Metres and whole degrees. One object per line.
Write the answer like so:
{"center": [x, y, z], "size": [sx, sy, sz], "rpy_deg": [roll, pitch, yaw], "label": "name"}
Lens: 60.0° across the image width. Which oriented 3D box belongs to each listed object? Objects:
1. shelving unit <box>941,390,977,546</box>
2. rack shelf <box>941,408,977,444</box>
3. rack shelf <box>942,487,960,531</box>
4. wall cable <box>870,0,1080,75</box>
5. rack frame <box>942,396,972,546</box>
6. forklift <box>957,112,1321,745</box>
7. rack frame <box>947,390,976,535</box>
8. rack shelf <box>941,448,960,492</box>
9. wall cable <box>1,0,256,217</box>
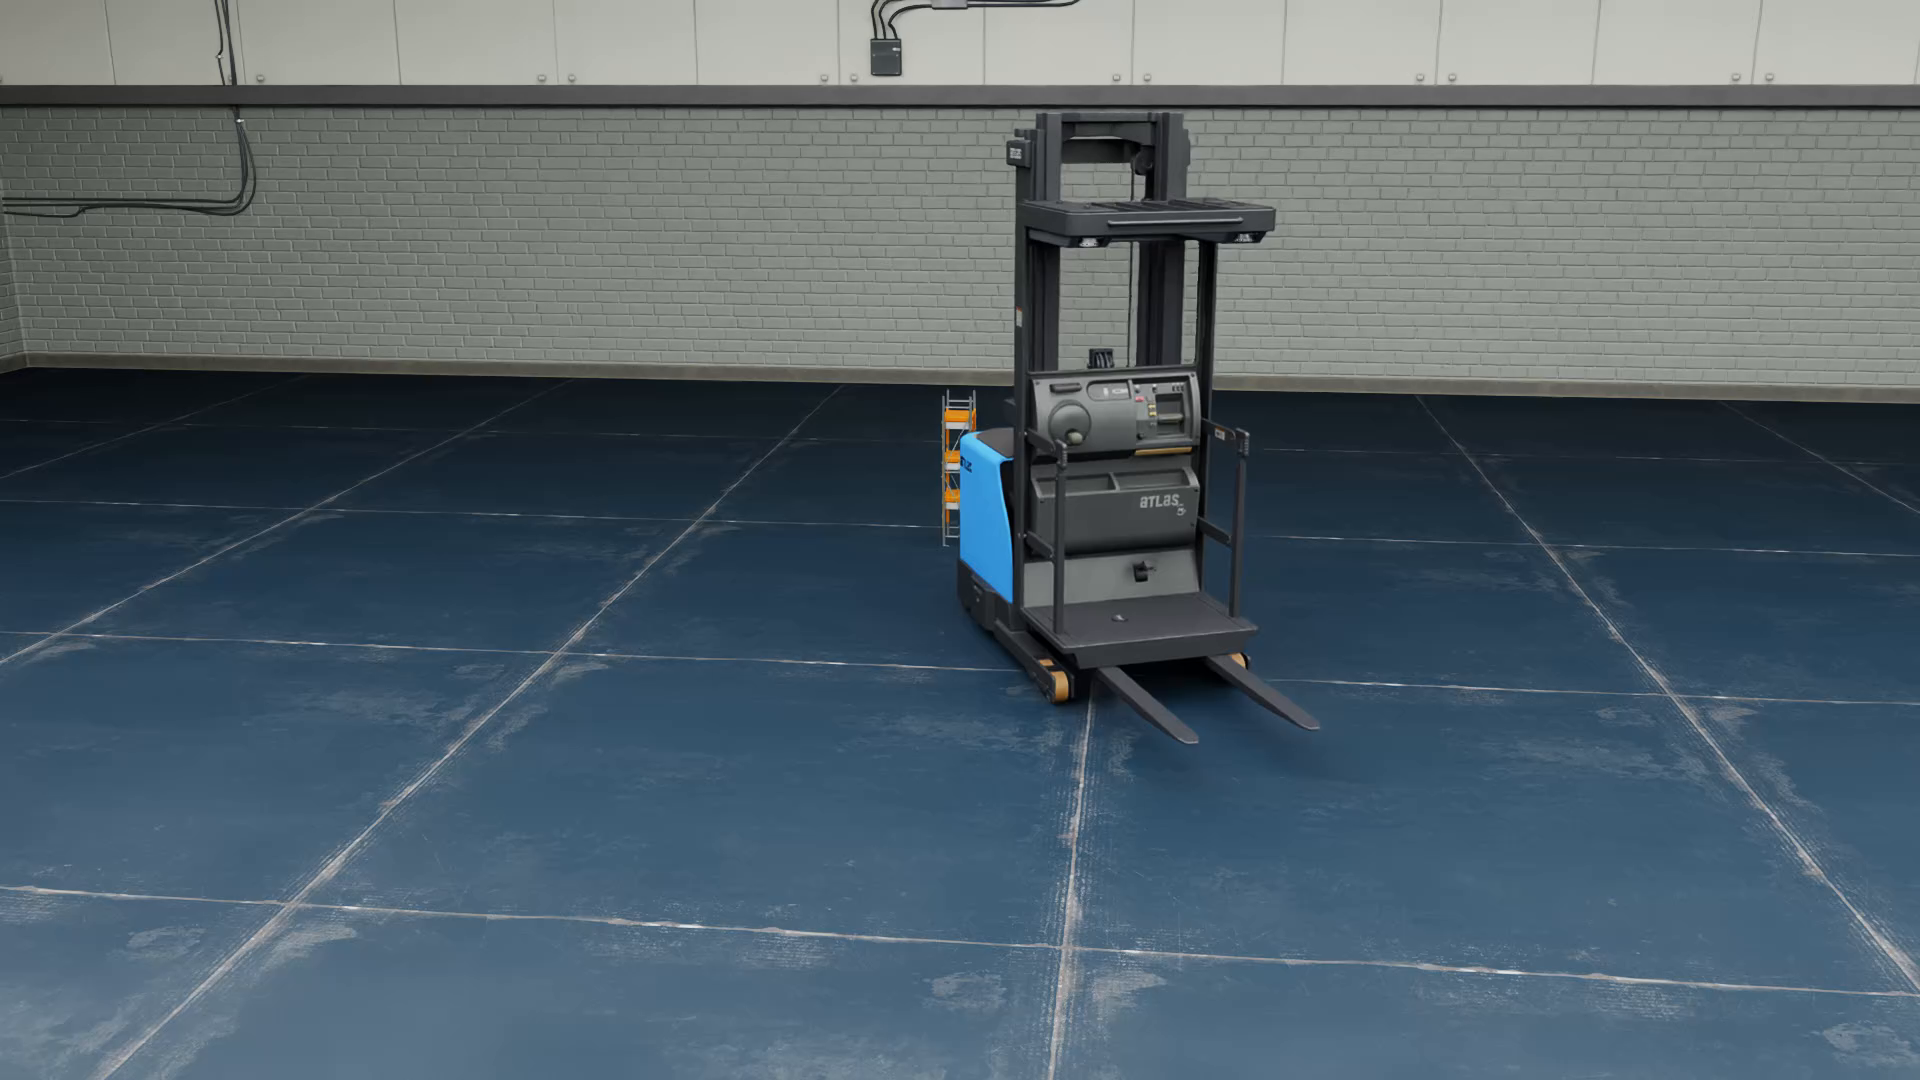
{"center": [-0.006, -0.493, 11.474], "size": [0.215, 1.050, 0.252], "rpy_deg": [2, 15, 6], "label": "shelving unit"}
{"center": [-0.006, -0.757, 11.402], "size": [0.215, 0.259, 0.240], "rpy_deg": [2, 15, 6], "label": "rack shelf"}
{"center": [-0.006, -0.214, 11.549], "size": [0.215, 0.259, 0.240], "rpy_deg": [2, 15, 6], "label": "rack shelf"}
{"center": [0.239, -7.624, 16.103], "size": [2.305, 6.003, 0.169], "rpy_deg": [2, 15, 6], "label": "wall cable"}
{"center": [-0.020, -0.461, 11.357], "size": [0.200, 1.050, 0.008], "rpy_deg": [2, 15, 6], "label": "rack frame"}
{"center": [0.897, -0.691, 8.603], "size": [1.130, 2.935, 3.031], "rpy_deg": [-5, 16, -16], "label": "forklift"}
{"center": [0.008, -0.525, 11.591], "size": [0.200, 1.050, 0.008], "rpy_deg": [2, 15, 6], "label": "rack frame"}
{"center": [-0.006, -0.483, 11.476], "size": [0.215, 0.259, 0.240], "rpy_deg": [2, 15, 6], "label": "rack shelf"}
{"center": [-9.192, -4.767, 18.002], "size": [3.097, 2.526, 0.112], "rpy_deg": [2, 15, 6], "label": "wall cable"}
